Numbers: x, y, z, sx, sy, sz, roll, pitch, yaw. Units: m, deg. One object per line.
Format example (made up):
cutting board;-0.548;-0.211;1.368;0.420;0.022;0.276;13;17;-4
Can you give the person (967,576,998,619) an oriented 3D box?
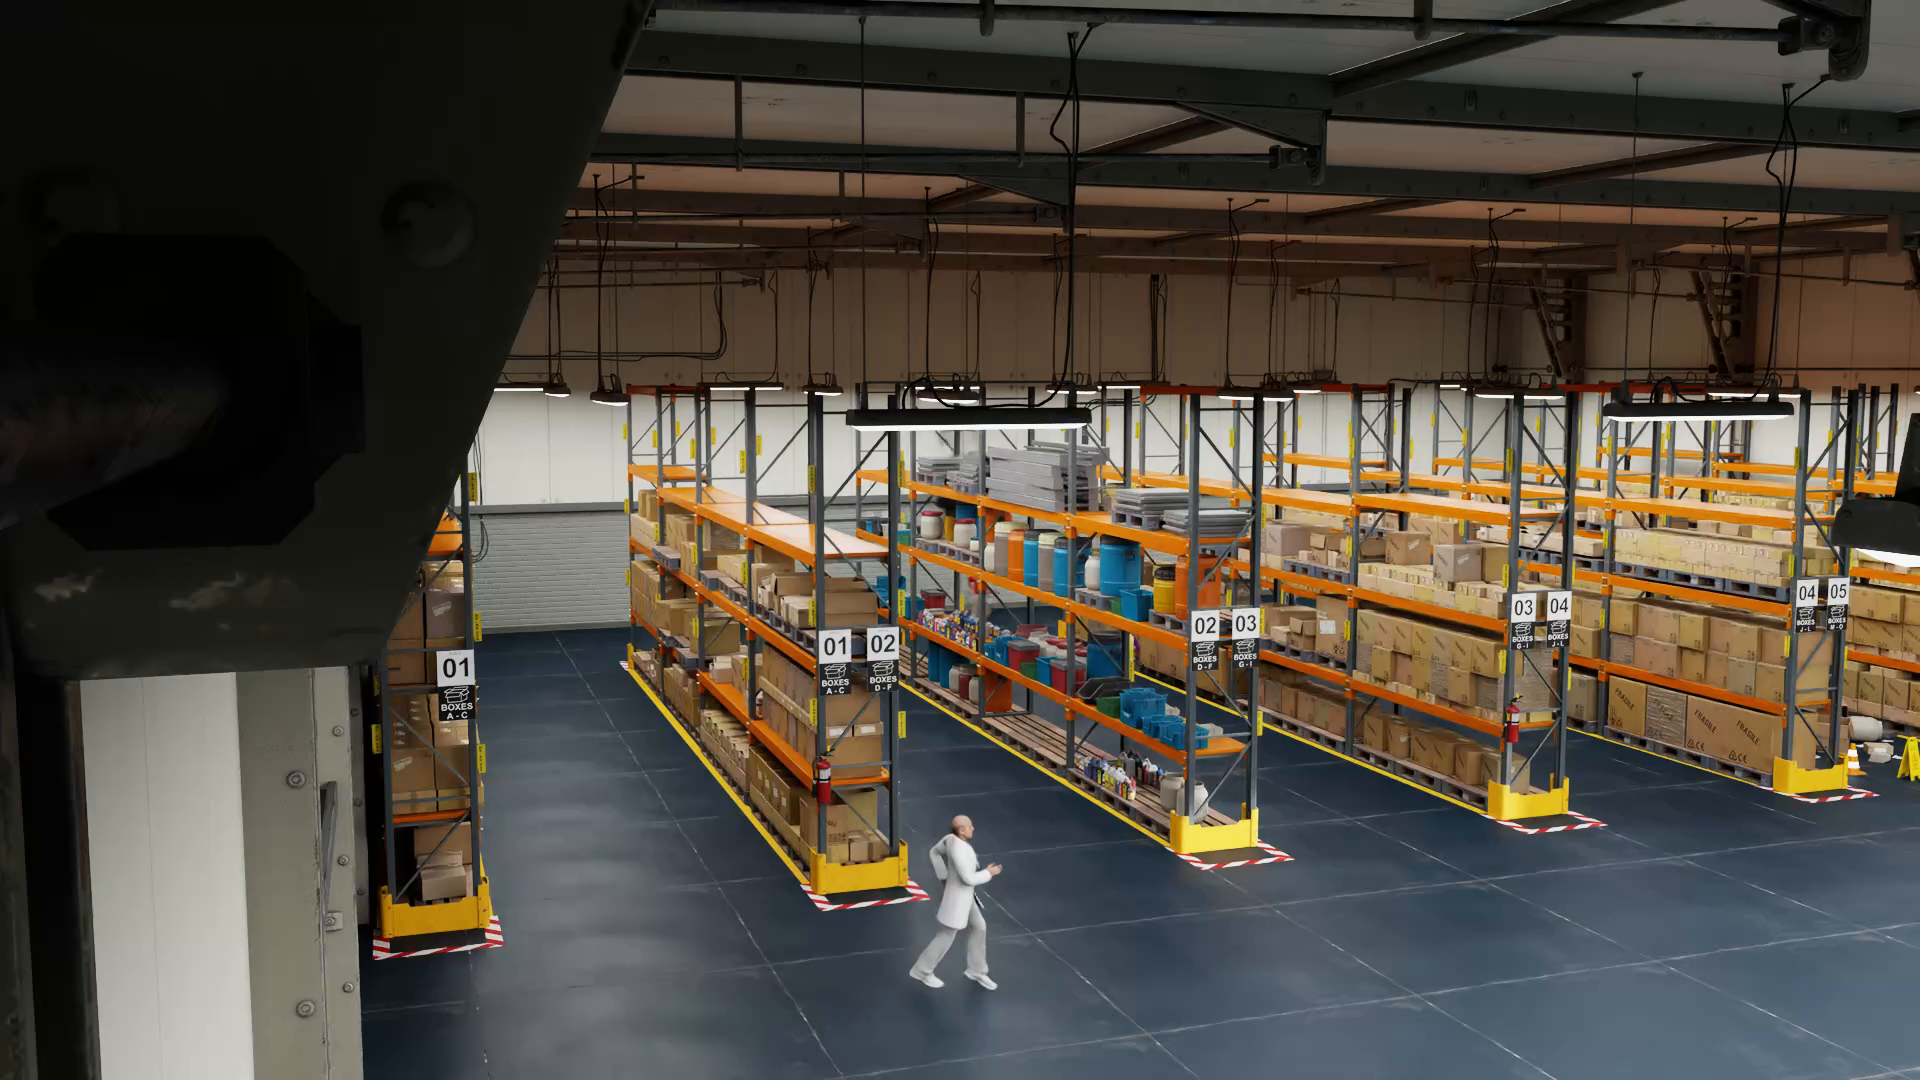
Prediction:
person;0.459;1.433;39.188;0.863;1.708;0.681;0;6;-4

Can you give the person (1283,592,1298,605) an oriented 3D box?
person;8.207;1.272;41.147;0.512;1.641;0.628;0;6;-1

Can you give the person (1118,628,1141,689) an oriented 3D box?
person;3.004;2.334;30.450;0.686;1.731;0.617;-3;6;-24

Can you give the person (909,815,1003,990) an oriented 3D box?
person;-0.043;3.697;16.884;0.951;1.841;0.673;0;6;0
